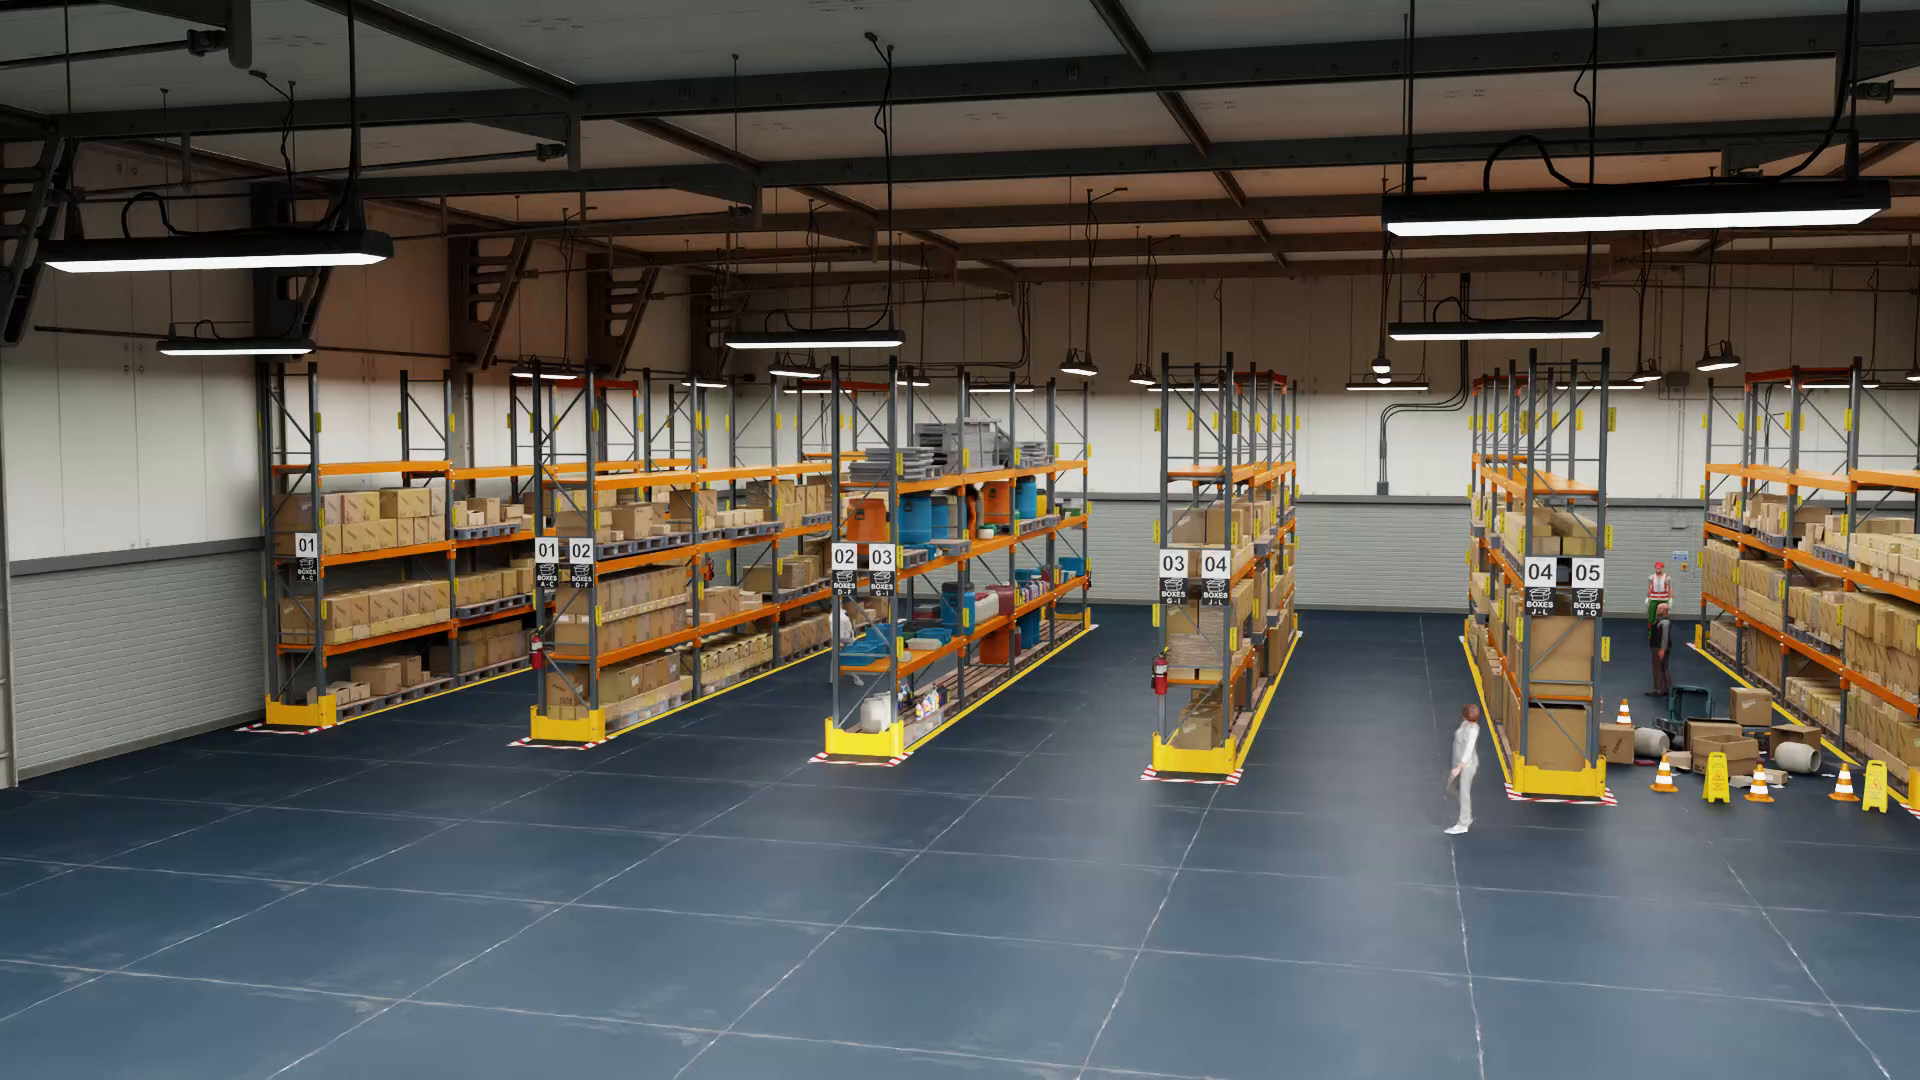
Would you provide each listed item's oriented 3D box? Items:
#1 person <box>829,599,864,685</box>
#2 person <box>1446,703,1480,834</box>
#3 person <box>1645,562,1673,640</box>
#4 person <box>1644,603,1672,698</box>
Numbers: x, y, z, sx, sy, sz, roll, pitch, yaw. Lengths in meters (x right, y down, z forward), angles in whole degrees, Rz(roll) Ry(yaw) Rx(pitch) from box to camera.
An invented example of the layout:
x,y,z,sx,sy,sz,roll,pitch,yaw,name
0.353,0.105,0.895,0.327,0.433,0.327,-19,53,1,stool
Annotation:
x,y,z,sx,sy,sz,roll,pitch,yaw,name
-2.215,1.930,31.846,0.608,1.703,0.578,-2,5,-28,person
6.117,2.780,20.320,0.409,1.610,0.498,0,4,-4,person
16.108,1.408,38.318,0.586,1.803,0.524,2,4,23,person
12.821,2.010,30.422,0.429,1.724,0.561,3,5,40,person
